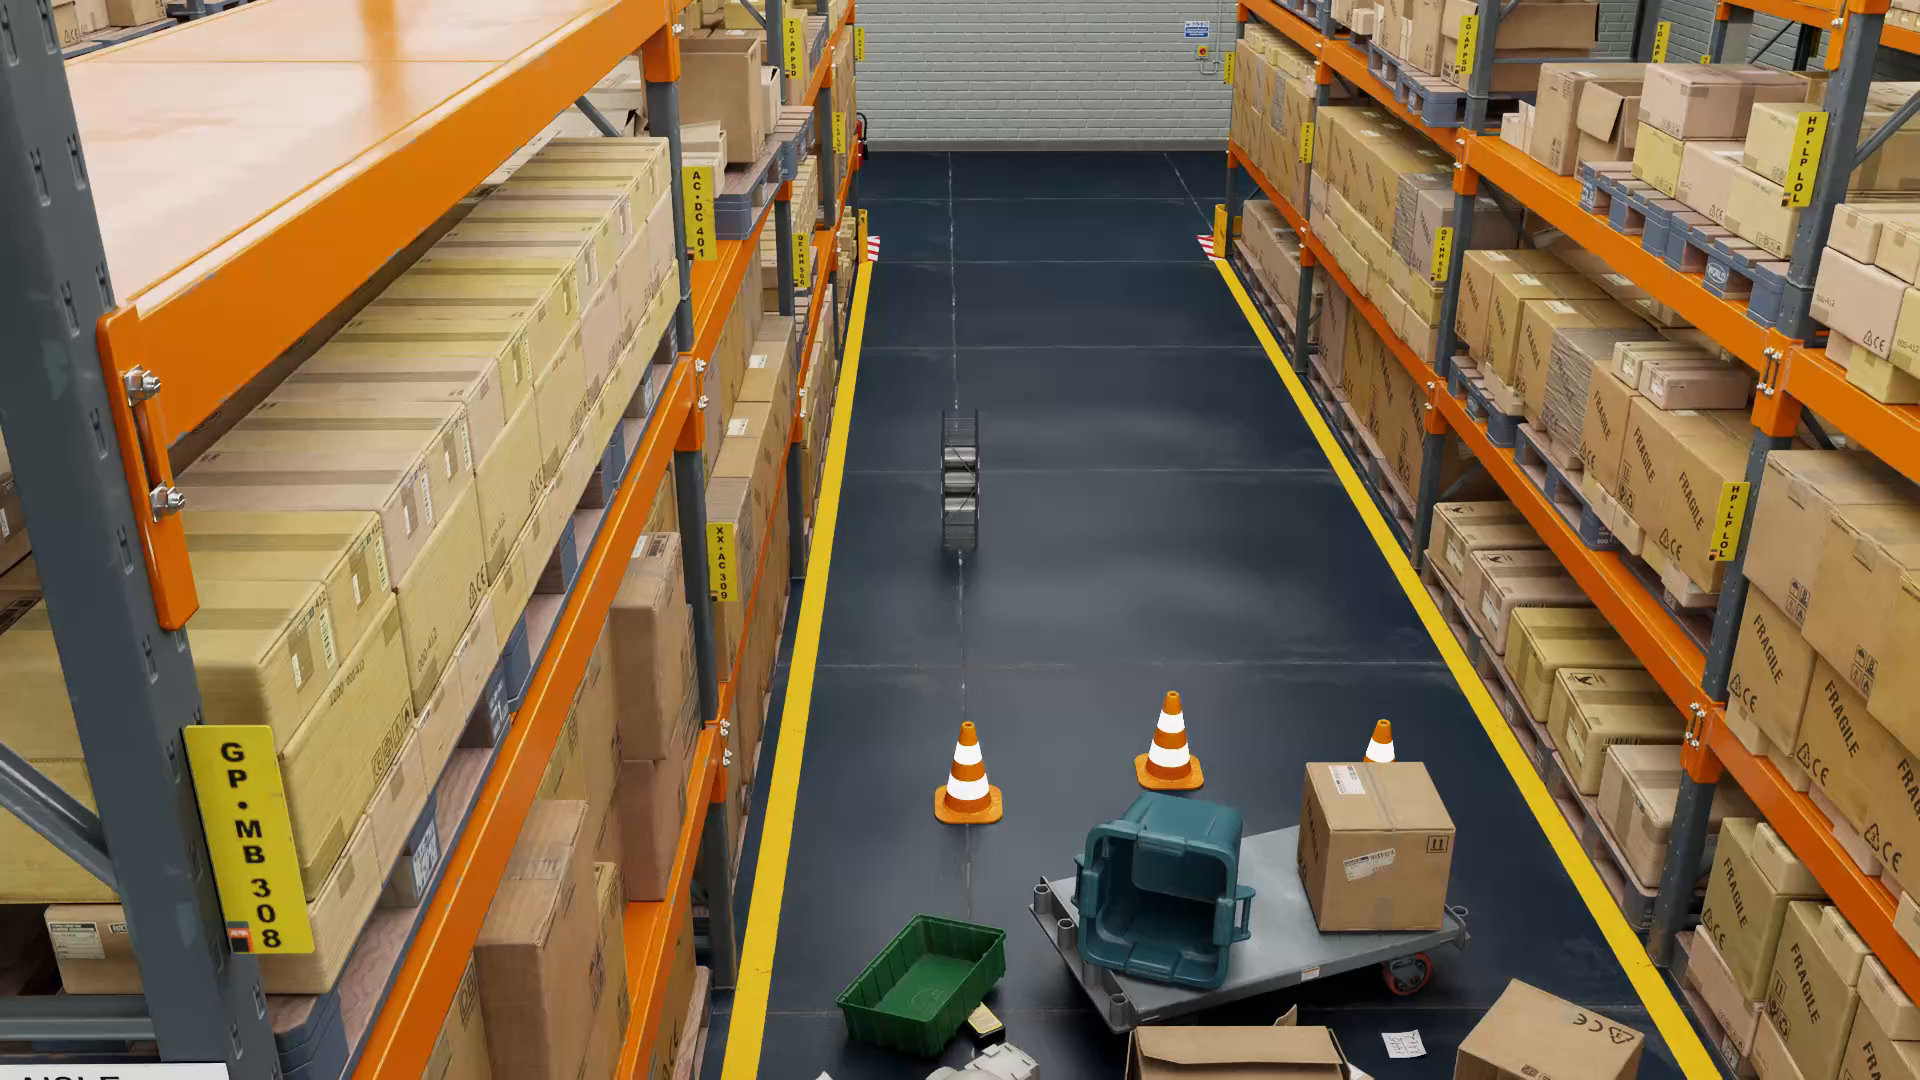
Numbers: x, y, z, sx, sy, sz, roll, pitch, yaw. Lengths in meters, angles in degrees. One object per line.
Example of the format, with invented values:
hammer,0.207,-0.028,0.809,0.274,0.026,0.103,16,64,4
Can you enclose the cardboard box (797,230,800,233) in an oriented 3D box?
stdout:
cardboard box,-1.317,-2.073,11.628,0.380,0.149,0.250,0,24,-1

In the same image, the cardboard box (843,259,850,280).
cardboard box,-1.252,-2.592,15.929,0.380,0.149,0.250,0,24,0

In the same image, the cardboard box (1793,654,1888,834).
cardboard box,3.250,0.663,5.663,0.500,0.500,0.500,0,24,-1

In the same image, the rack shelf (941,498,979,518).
rack shelf,0.000,-0.219,11.160,0.258,0.077,0.200,0,24,-1

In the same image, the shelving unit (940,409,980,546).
shelving unit,0.000,-0.413,11.072,0.258,0.900,0.210,0,24,-1

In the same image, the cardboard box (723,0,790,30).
cardboard box,-1.231,-3.271,10.153,0.396,0.266,0.258,0,24,-1

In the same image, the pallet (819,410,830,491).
pallet,-1.514,-0.683,12.504,1.003,0.211,1.213,0,24,-1

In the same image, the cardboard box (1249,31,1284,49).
cardboard box,3.054,-4.924,16.376,0.380,0.149,0.250,0,24,1

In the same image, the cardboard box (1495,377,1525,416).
cardboard box,3.178,-0.793,9.159,0.380,0.149,0.250,0,24,0

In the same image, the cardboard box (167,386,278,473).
cardboard box,-1.703,-0.118,3.420,0.500,0.250,0.500,0,24,-1

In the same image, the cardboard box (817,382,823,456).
cardboard box,-1.269,-0.894,12.110,0.500,0.500,0.500,-1,24,-2

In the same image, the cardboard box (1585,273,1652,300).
cardboard box,3.751,-1.167,9.199,0.500,0.500,0.500,-1,24,-1

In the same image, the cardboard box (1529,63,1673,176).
cardboard box,3.452,-2.216,8.747,0.700,0.500,0.500,0,24,-1

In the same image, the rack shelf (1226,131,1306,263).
rack shelf,3.386,-3.338,15.865,1.077,0.370,4.000,0,24,-1

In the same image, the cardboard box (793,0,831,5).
cardboard box,-1.306,-4.504,13.503,0.500,0.250,0.500,1,24,1

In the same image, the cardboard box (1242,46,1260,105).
cardboard box,3.098,-4.580,16.401,0.500,0.500,0.500,-1,24,-2

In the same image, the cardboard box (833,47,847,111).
cardboard box,-1.301,-4.235,15.278,0.500,0.500,0.500,-1,24,-2

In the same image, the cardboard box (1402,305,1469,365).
cardboard box,3.187,-1.333,10.739,0.500,0.250,0.500,-1,24,-2

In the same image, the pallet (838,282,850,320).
pallet,-1.599,-2.288,16.053,1.003,0.211,1.213,0,24,-1

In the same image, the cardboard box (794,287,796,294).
cardboard box,-1.310,-1.725,11.220,0.380,0.149,0.250,1,24,2

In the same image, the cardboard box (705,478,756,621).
cardboard box,-1.196,0.047,7.385,0.500,0.500,0.500,0,24,0

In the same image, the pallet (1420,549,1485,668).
pallet,3.459,0.399,10.112,1.003,0.211,1.213,0,24,-1

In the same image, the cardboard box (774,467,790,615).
cardboard box,-1.580,-0.045,9.930,1.050,0.750,0.750,-1,24,-1

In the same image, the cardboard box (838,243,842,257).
cardboard box,-1.328,-2.729,15.871,0.380,0.149,0.250,0,24,0

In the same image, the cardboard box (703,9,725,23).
cardboard box,-1.777,-3.188,10.899,0.500,0.500,0.500,0,24,-1

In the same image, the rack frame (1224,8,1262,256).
rack frame,3.365,-4.490,17.538,1.000,3.000,0.127,0,24,-1

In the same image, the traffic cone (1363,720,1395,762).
traffic cone,2.082,1.106,8.244,0.336,0.463,0.334,0,24,-1

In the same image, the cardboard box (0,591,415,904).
cardboard box,-1.158,0.296,2.506,0.500,0.250,0.500,0,24,-1

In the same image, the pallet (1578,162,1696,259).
pallet,3.581,-1.509,7.534,1.213,0.211,1.003,0,24,-1

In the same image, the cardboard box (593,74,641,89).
cardboard box,-1.703,-2.160,8.296,0.500,0.250,0.500,0,24,1

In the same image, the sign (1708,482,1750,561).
sign,2.941,-0.069,6.358,0.100,0.325,0.005,0,24,-1

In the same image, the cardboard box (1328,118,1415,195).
cardboard box,3.159,-2.951,12.800,0.500,0.500,0.500,0,24,-1

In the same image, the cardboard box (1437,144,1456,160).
cardboard box,3.684,-2.525,11.858,0.500,0.500,0.500,0,24,0

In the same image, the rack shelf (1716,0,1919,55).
rack shelf,8.350,-4.729,15.299,1.077,0.370,4.000,0,24,-1

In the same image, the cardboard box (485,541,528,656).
cardboard box,-1.104,0.119,3.382,0.380,0.149,0.250,0,24,0

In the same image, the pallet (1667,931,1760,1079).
pallet,3.538,2.001,6.568,1.003,0.211,1.213,0,24,-1

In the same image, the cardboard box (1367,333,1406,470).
cardboard box,3.522,-1.070,12.044,0.875,0.875,0.875,0,24,0

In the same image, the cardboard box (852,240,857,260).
cardboard box,-1.266,-2.997,17.187,0.380,0.149,0.250,0,24,1

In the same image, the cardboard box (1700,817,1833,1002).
cardboard box,3.232,1.418,6.391,0.500,0.500,0.500,1,24,2

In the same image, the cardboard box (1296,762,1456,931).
cardboard box,1.716,1.269,6.919,0.500,0.500,0.500,0,24,-1

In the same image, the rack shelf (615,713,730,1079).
rack shelf,-1.431,1.670,4.790,1.077,0.370,4.000,0,24,-1

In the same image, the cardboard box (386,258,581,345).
cardboard box,-1.113,-0.559,3.913,0.380,0.149,0.250,0,24,0

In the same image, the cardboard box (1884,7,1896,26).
cardboard box,8.079,-4.477,14.173,0.380,0.149,0.250,1,24,1

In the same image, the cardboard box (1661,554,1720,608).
cardboard box,3.214,0.167,7.037,0.380,0.149,0.250,0,24,0

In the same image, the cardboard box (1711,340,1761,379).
cardboard box,3.729,-0.856,7.724,0.380,0.149,0.250,1,24,2

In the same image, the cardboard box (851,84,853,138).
cardboard box,-1.321,-4.211,16.439,0.500,0.500,0.500,-1,24,-1

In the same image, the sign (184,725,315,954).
sign,-0.854,0.365,2.005,0.100,0.325,0.005,0,24,-1

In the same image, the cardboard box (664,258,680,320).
cardboard box,-1.129,-0.822,5.462,0.380,0.149,0.250,0,24,-1

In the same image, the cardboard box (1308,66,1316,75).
cardboard box,3.199,-3.976,14.280,0.380,0.149,0.250,0,24,0

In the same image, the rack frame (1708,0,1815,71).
rack frame,8.328,-4.514,17.591,1.000,3.000,0.127,0,24,-1

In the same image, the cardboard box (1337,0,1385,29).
cardboard box,3.128,-4.081,12.363,0.500,0.500,0.500,-1,24,-2

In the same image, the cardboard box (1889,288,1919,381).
cardboard box,3.241,-0.585,5.083,0.500,0.250,0.500,0,24,-1

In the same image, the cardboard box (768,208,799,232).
cardboard box,-1.324,-2.211,11.572,0.380,0.149,0.250,0,24,1

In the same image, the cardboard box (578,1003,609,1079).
cardboard box,-1.367,1.488,4.139,0.875,0.550,0.550,0,24,-1
